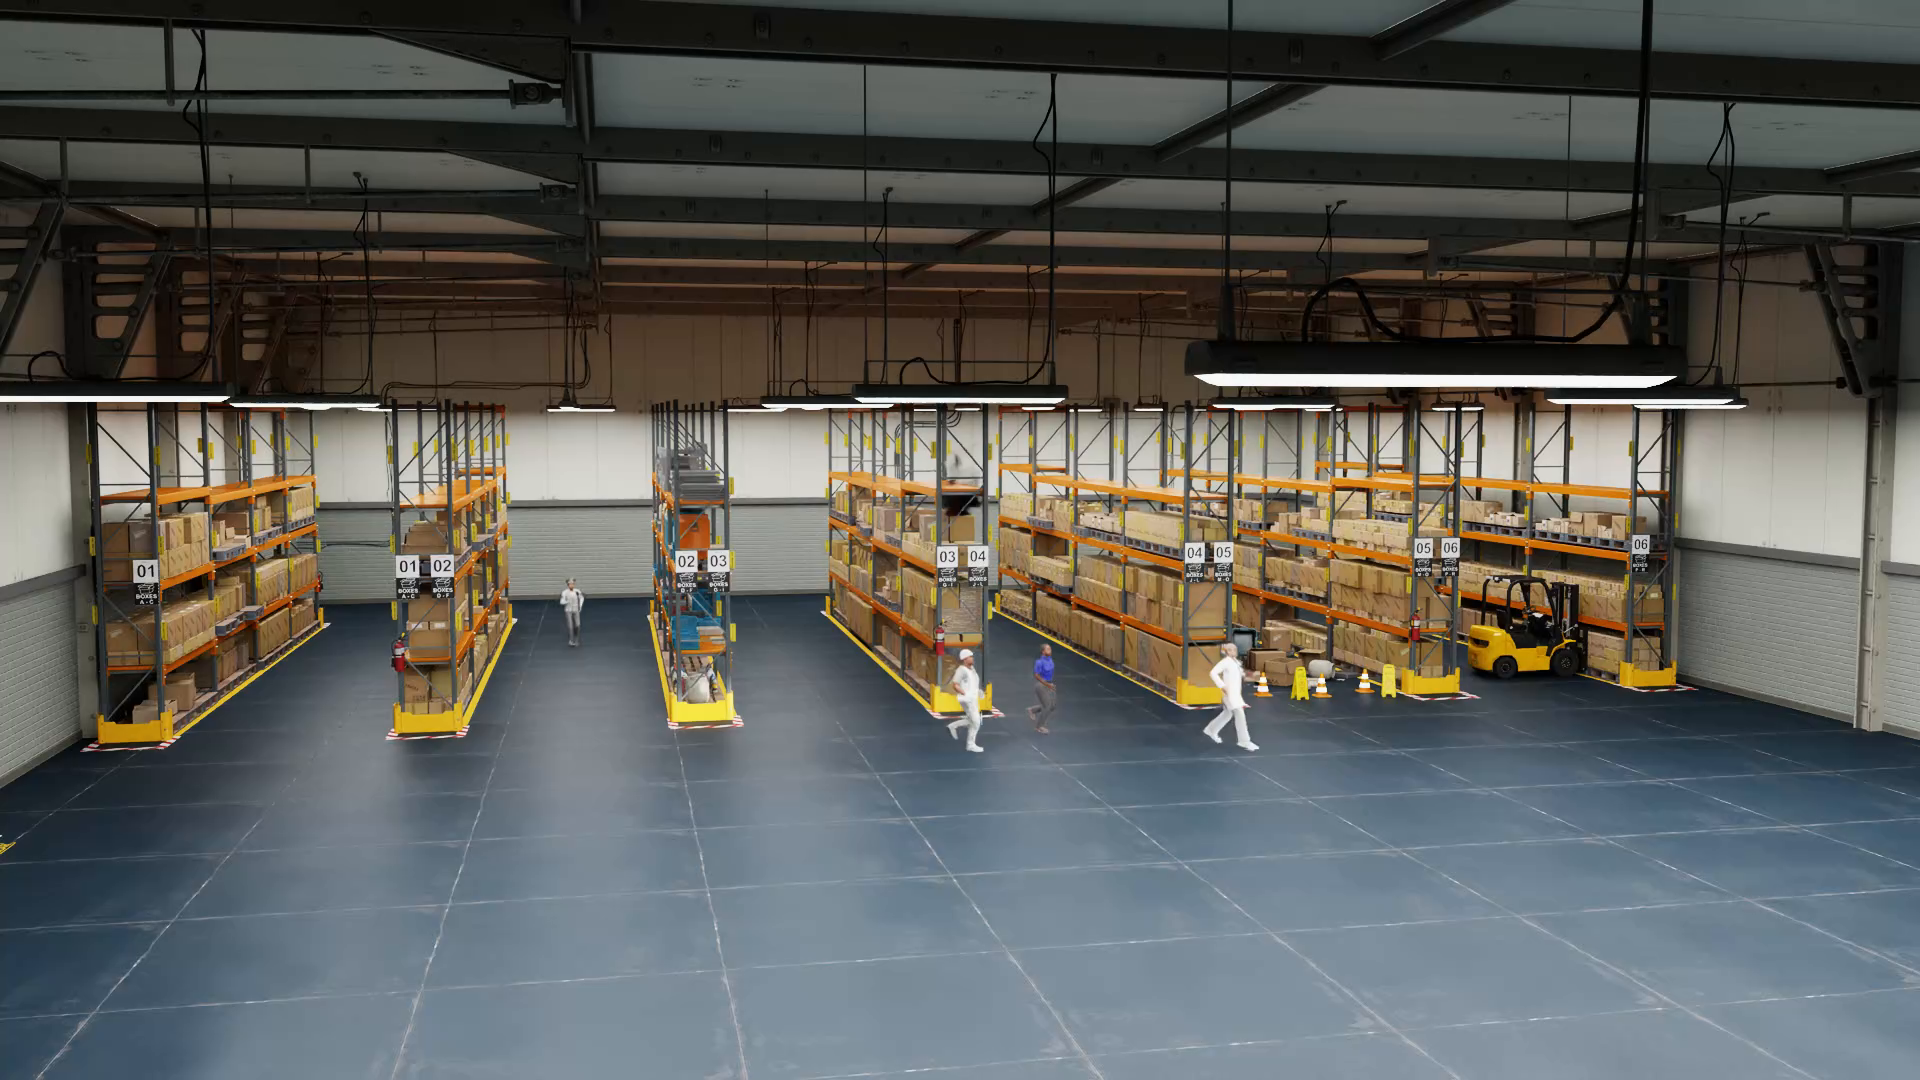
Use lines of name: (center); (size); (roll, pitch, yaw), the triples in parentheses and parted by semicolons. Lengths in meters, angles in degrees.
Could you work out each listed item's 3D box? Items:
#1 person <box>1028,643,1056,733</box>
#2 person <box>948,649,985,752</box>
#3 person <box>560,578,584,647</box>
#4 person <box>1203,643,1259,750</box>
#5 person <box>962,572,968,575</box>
person: (1.505, 2.665, 30.037); (0.608, 1.624, 0.592); (3, 5, 33)
person: (0.081, 2.727, 28.330); (0.663, 1.743, 0.682); (1, 5, 17)
person: (-9.548, 1.795, 41.005); (0.595, 1.719, 0.657); (-2, 5, -20)
person: (4.651, 2.660, 28.490); (1.038, 1.786, 0.696); (2, 5, 26)
person: (0.222, 1.338, 46.719); (0.696, 1.738, 0.656); (0, 4, -3)
